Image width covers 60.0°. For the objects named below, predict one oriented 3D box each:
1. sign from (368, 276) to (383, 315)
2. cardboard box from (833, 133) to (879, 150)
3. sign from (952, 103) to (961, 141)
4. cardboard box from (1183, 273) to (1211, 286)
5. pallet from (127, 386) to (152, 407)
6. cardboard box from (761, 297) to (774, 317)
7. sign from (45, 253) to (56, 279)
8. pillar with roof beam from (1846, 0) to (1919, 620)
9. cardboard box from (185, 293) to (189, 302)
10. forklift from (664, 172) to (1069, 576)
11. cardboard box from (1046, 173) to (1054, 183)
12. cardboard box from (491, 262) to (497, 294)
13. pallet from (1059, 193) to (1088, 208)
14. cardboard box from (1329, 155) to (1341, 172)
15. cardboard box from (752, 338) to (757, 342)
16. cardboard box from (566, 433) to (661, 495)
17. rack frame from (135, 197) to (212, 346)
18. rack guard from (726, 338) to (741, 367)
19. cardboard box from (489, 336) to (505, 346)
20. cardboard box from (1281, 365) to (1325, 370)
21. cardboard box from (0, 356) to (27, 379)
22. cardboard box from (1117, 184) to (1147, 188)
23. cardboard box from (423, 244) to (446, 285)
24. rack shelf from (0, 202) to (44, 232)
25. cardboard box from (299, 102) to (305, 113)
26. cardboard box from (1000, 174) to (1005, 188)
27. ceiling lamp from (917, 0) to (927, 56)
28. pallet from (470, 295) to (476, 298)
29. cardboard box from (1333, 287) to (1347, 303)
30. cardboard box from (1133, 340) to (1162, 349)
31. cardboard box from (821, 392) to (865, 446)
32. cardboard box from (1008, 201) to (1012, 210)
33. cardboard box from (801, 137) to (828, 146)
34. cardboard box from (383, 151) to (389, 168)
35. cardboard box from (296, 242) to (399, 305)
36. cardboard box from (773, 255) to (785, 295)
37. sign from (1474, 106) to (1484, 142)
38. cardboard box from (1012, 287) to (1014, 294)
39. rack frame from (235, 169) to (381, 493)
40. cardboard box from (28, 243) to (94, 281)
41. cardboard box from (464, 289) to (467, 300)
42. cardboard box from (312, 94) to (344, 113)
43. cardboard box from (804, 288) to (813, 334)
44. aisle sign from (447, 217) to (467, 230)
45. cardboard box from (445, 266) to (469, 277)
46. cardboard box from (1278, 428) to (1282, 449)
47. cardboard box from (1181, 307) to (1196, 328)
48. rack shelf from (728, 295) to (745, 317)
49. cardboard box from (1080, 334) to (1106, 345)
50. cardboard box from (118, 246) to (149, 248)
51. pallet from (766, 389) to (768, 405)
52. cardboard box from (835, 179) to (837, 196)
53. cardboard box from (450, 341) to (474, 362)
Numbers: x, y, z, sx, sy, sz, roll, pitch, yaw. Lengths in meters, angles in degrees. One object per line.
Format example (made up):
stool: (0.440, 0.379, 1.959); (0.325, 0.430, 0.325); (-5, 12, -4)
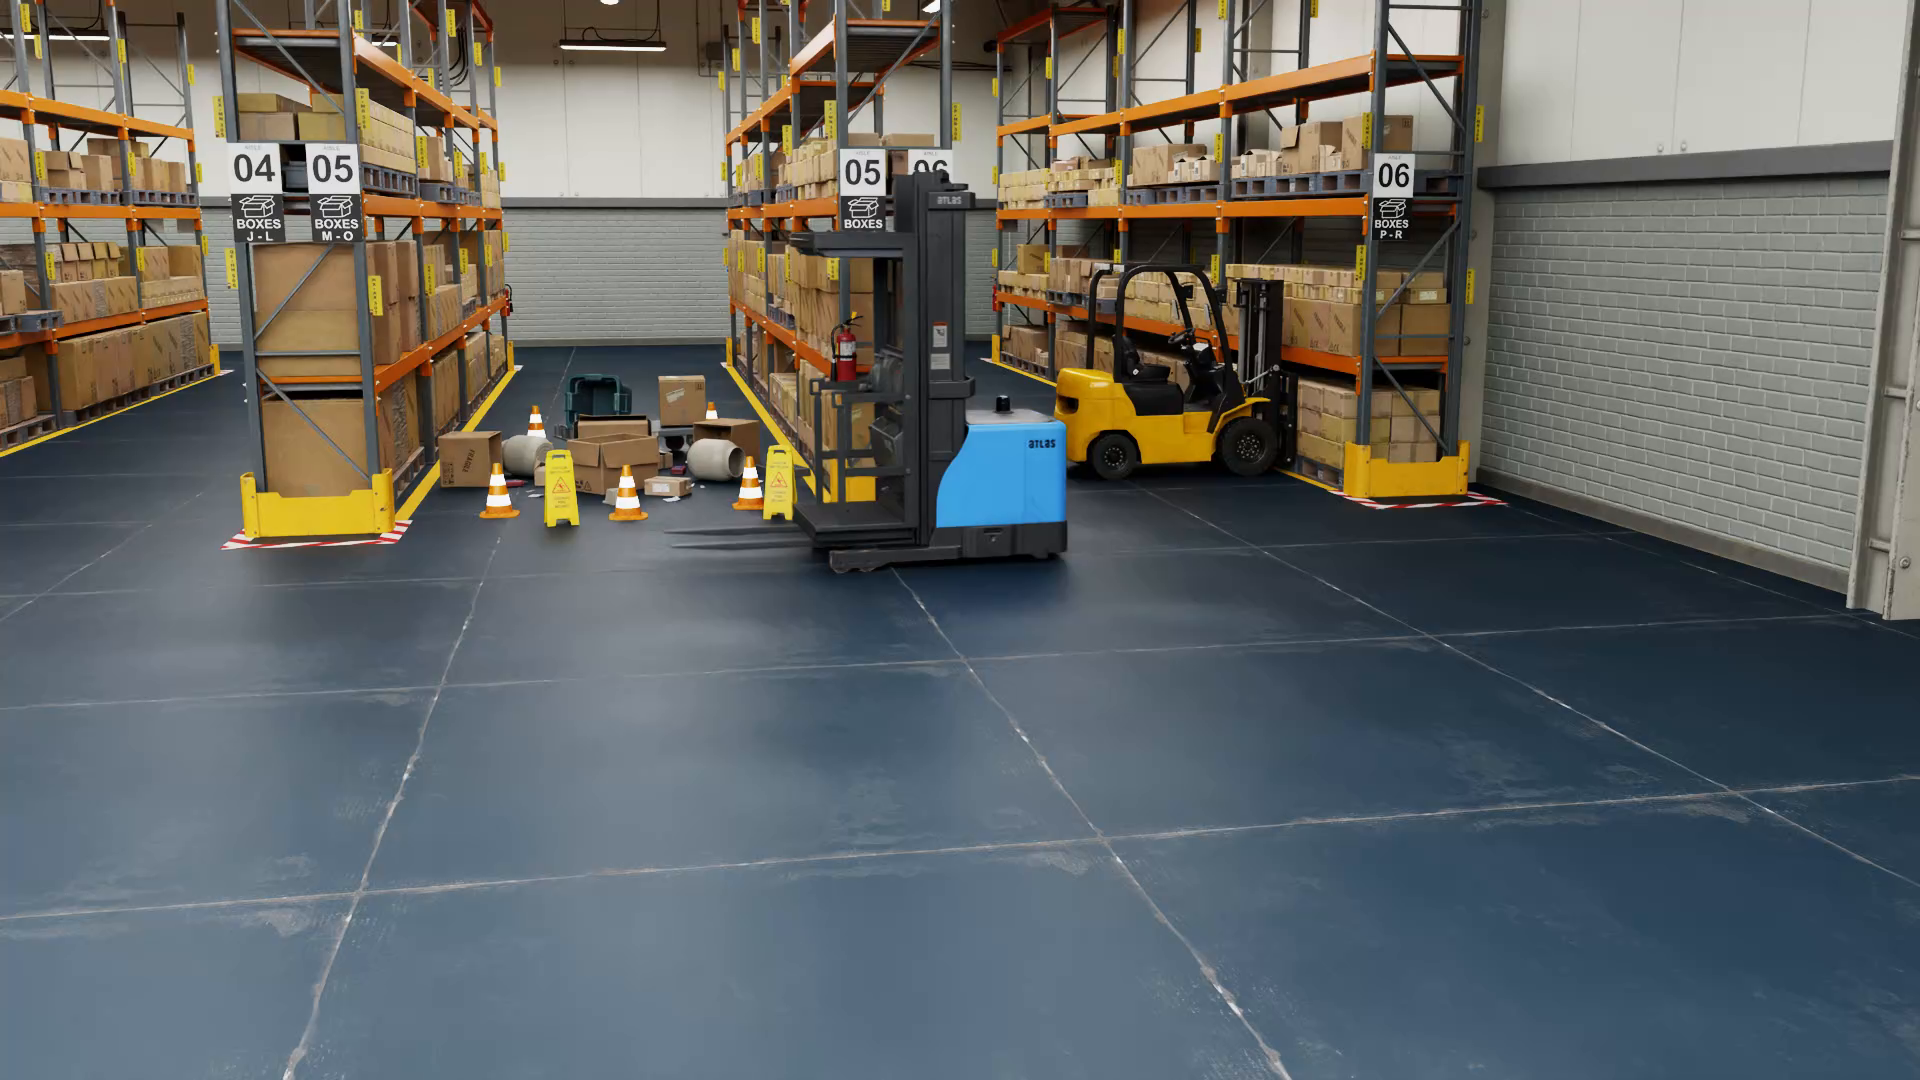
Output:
sign: (-4.862, -2.032, 13.825); (0.100, 0.325, 0.005); (-2, 11, -11)
cardboard box: (-0.927, -3.541, 14.795); (0.380, 0.149, 0.250); (-2, 11, -10)
sign: (-0.040, -3.670, 14.598); (0.100, 0.325, 0.005); (-2, 11, -11)
cardboard box: (2.989, -3.222, 20.599); (0.380, 0.149, 0.250); (-2, 11, -13)
pallet: (-12.403, -2.080, 24.058); (1.003, 0.211, 1.213); (-2, 11, -11)
cardboard box: (-2.481, -3.225, 23.017); (0.500, 0.250, 0.500); (-3, 11, -13)
sign: (-11.318, -3.406, 20.684); (0.100, 0.325, 0.005); (-2, 11, -11)
pillar with roof beam: (1.989, -3.780, 9.487); (9.100, 9.000, 0.400); (-2, 11, -11)
cardboard box: (-12.812, -3.958, 27.140); (0.380, 0.149, 0.250); (-2, 11, -12)
forklift: (-0.712, -1.283, 12.599); (3.031, 2.935, 1.130); (-5, 12, -23)
cardboard box: (1.590, -5.811, 26.667); (0.380, 0.149, 0.250); (-2, 11, -9)
cardboard box: (-7.757, -4.229, 26.833); (0.500, 0.500, 0.500); (-2, 11, -12)
pallet: (2.225, -5.199, 25.468); (1.213, 0.211, 1.003); (-2, 11, -11)
cardboard box: (3.837, -3.675, 16.243); (0.380, 0.149, 0.250); (-2, 11, -13)
cardboard box: (-3.097, -3.179, 28.108); (0.875, 0.438, 0.875); (-2, 11, -13)
cardboard box: (-3.397, -0.751, 16.299); (0.637, 0.503, 0.797); (9, 14, 38)
rack frame: (-13.405, -4.322, 28.381); (1.000, 3.000, 0.127); (-2, 11, -11)
rack guard: (-3.689, -3.459, 30.531); (1.175, 0.500, 0.348); (-2, 11, -11)
cardboard box: (-8.001, -3.403, 28.463); (0.380, 0.149, 0.250); (-2, 11, -12)
cardboard box: (3.917, -1.834, 18.865); (0.500, 0.250, 0.500); (-2, 11, -12)
cardboard box: (-11.689, -2.089, 20.155); (0.500, 0.250, 0.500); (-2, 11, -9)
cardboard box: (2.435, -5.048, 23.509); (0.380, 0.149, 0.250); (-2, 11, -10)
cardboard box: (-6.886, -3.474, 20.985); (0.700, 0.500, 0.500); (-2, 11, -11)
rack shelf: (-11.460, -3.608, 18.532); (1.077, 0.370, 4.000); (-2, 11, -11)
cardboard box: (-6.002, -3.782, 14.671); (0.380, 0.149, 0.250); (-2, 11, -11)
cardboard box: (1.024, -6.564, 30.410); (0.500, 0.250, 0.500); (-2, 11, -12)
ceiling lamp: (-1.621, -11.085, 32.258); (2.000, 3.185, 0.800); (-2, 11, -11)
pallet: (-7.736, -3.510, 24.630); (1.003, 0.211, 1.213); (-2, 11, -11)
cardboard box: (3.875, -2.396, 16.260); (0.380, 0.149, 0.250); (-2, 11, -10)
cardboard box: (2.792, -2.893, 24.699); (0.380, 0.149, 0.250); (-2, 11, -10)
cardboard box: (-1.088, -1.205, 16.229); (0.500, 0.500, 0.500); (-2, 11, -9)
cardboard box: (1.076, -6.002, 29.860); (0.380, 0.149, 0.250); (-2, 11, -10)
cardboard box: (-1.588, -4.435, 18.893); (0.500, 0.250, 0.500); (-2, 11, -10)
cardboard box: (-5.405, -3.461, 15.116); (0.380, 0.149, 0.250); (-2, 11, -11)
cardboard box: (-5.615, -2.428, 15.141); (0.875, 0.550, 0.550); (-2, 11, -11)
cardboard box: (-2.159, -3.430, 21.510); (0.500, 0.500, 0.500); (-2, 11, -8)
sign: (4.842, -3.890, 15.539); (0.100, 0.325, 0.005); (-2, 11, -11)
cardboard box: (1.148, -4.529, 30.142); (0.380, 0.149, 0.250); (-2, 11, -9)
rack frame: (-5.408, -1.549, 13.813); (1.000, 3.000, 0.127); (-2, 11, -11)
cardboard box: (-12.236, -3.774, 22.550); (0.797, 0.503, 0.637); (-2, 11, -9)
cardboard box: (-7.113, -3.432, 23.253); (0.380, 0.149, 0.250); (-2, 11, -10)
cardboard box: (-5.161, -3.619, 13.816); (0.380, 0.149, 0.250); (-2, 11, -10)
cardboard box: (-1.332, -2.402, 17.231); (0.500, 0.500, 0.500); (-2, 11, -11)
aisle sign: (-8.828, -5.763, 29.001); (0.394, 0.787, 0.004); (-2, 11, -11)
cardboard box: (-7.275, -3.869, 23.957); (0.380, 0.149, 0.250); (-2, 11, -13)
cardboard box: (3.596, -1.137, 17.880); (0.500, 0.250, 0.500); (-2, 11, -9)
cardboard box: (3.060, -2.764, 20.596); (0.500, 0.250, 0.500); (-2, 11, -11)
rack shelf: (-3.295, -3.962, 28.414); (1.077, 0.370, 4.000); (-2, 11, -11)
cardboard box: (2.086, -3.114, 25.863); (0.380, 0.149, 0.250); (-2, 11, -9)
cardboard box: (-13.372, -4.478, 26.803); (0.500, 0.500, 0.500); (-2, 11, -13)
pallet: (-2.207, -1.992, 23.600); (1.003, 0.211, 1.213); (-2, 11, -11)
cardboard box: (-0.916, -3.153, 14.890); (0.380, 0.149, 0.250); (-2, 11, -11)
cardboard box: (-6.959, -2.591, 22.846); (0.500, 0.250, 0.500); (-2, 11, -12)
